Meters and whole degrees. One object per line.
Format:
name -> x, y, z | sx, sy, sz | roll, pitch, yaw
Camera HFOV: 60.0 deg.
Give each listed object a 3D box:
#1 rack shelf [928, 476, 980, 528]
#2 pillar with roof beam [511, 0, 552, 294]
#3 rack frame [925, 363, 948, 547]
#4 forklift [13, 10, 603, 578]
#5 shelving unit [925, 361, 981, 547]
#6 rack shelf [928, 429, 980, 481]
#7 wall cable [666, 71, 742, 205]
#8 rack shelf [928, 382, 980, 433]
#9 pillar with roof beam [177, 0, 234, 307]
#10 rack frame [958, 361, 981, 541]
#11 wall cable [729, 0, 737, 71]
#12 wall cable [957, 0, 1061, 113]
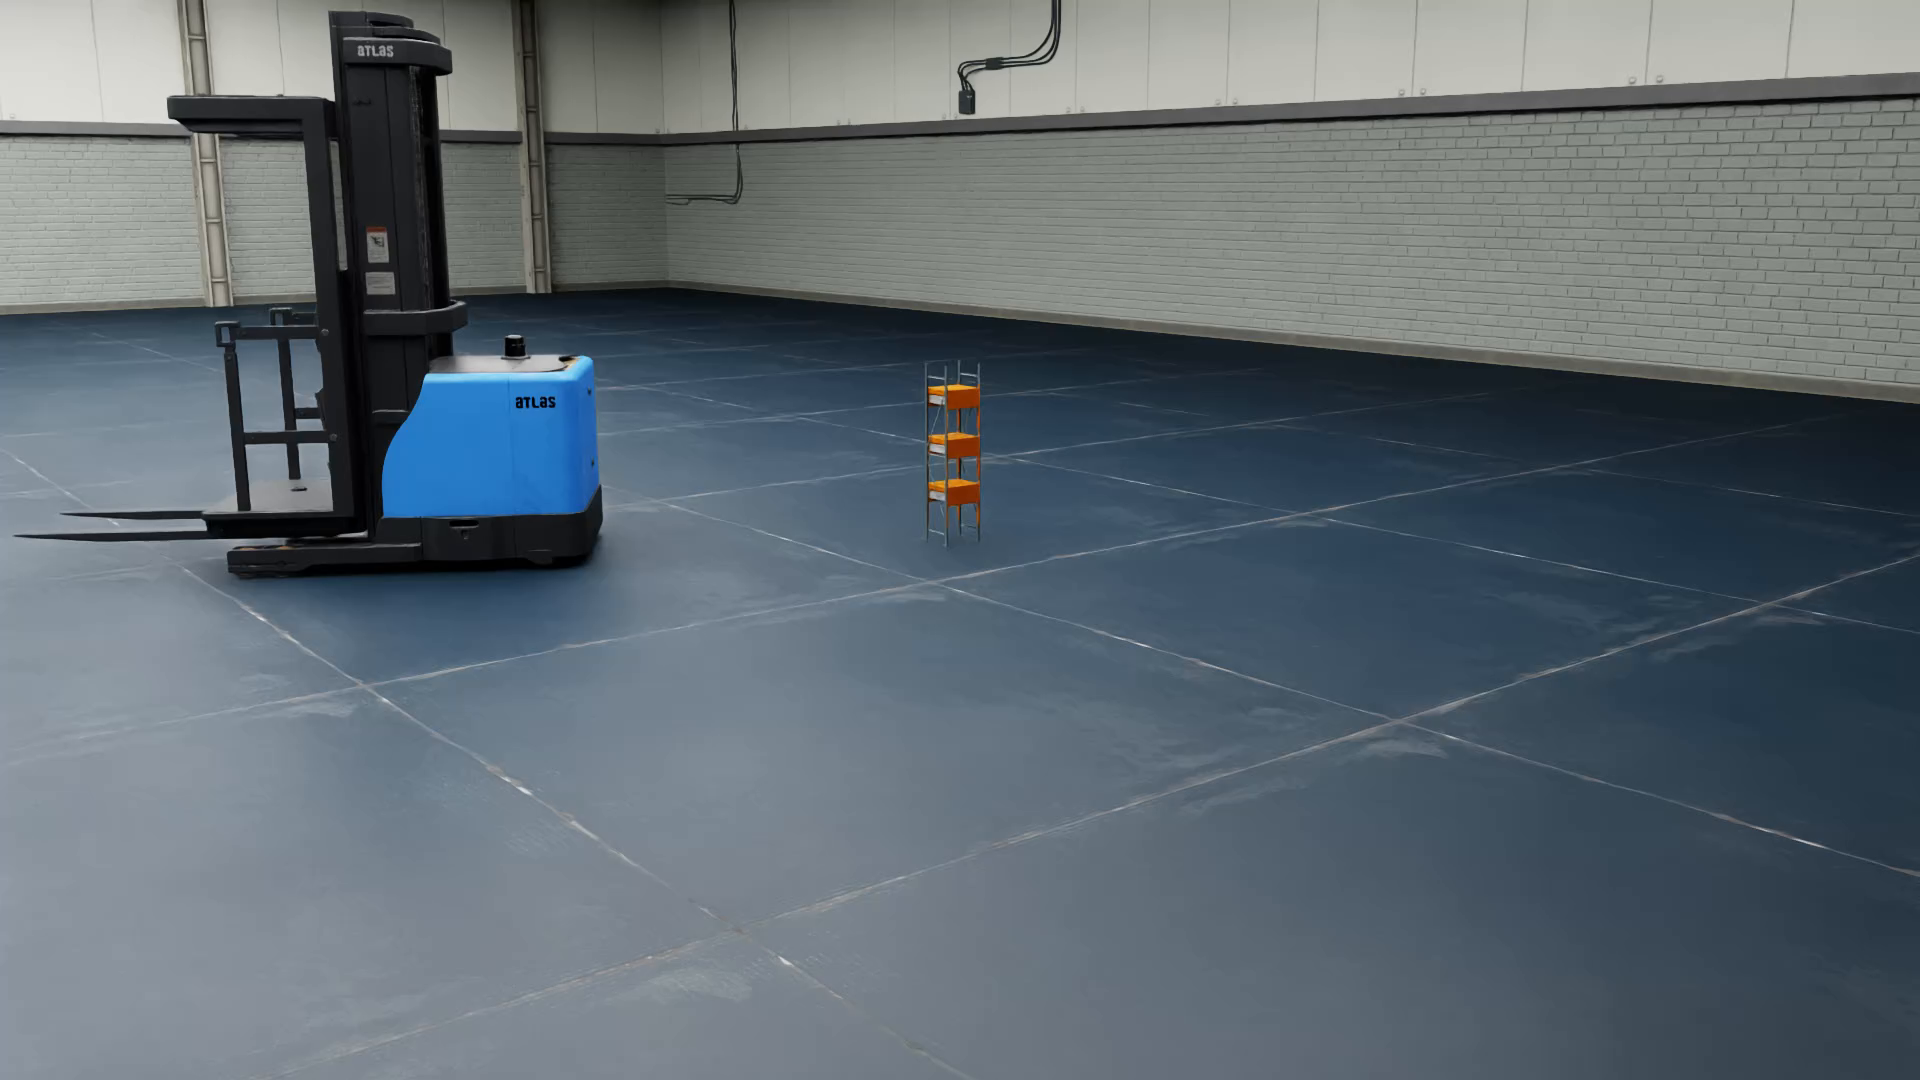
rack shelf -> -0.042, -0.224, 9.777 | 0.240, 0.259, 0.215 | -9, 15, -38
pillar with roof beam -> -5.635, -8.593, 28.661 | 0.400, 9.000, 9.100 | -9, 15, -38
rack frame -> -0.137, -0.491, 9.643 | 0.008, 1.050, 0.200 | -9, 15, -38
forklift -> -3.606, -1.346, 9.140 | 3.031, 2.935, 1.130 | -1, 12, -7
shelving unit -> -0.042, -0.507, 9.717 | 0.252, 1.050, 0.215 | -9, 15, -38
rack shelf -> -0.042, -0.496, 9.719 | 0.240, 0.259, 0.215 | -9, 15, -38
wall cable -> -5.197, -7.940, 33.062 | 0.112, 2.526, 3.097 | -9, 15, -38
rack shelf -> -0.042, -0.774, 9.660 | 0.240, 0.259, 0.215 | -9, 15, -38
pillar with roof beam -> -10.320, -7.814, 24.994 | 0.400, 9.000, 9.100 | -9, 15, -38
rack frame -> 0.053, -0.522, 9.792 | 0.008, 1.050, 0.200 | -9, 15, -38
wall cable -> -3.507, -9.972, 30.471 | 0.112, 2.526, 3.097 | -9, 15, -38
wall cable -> 0.721, -9.580, 25.125 | 0.169, 6.003, 2.305 | -9, 15, -38
